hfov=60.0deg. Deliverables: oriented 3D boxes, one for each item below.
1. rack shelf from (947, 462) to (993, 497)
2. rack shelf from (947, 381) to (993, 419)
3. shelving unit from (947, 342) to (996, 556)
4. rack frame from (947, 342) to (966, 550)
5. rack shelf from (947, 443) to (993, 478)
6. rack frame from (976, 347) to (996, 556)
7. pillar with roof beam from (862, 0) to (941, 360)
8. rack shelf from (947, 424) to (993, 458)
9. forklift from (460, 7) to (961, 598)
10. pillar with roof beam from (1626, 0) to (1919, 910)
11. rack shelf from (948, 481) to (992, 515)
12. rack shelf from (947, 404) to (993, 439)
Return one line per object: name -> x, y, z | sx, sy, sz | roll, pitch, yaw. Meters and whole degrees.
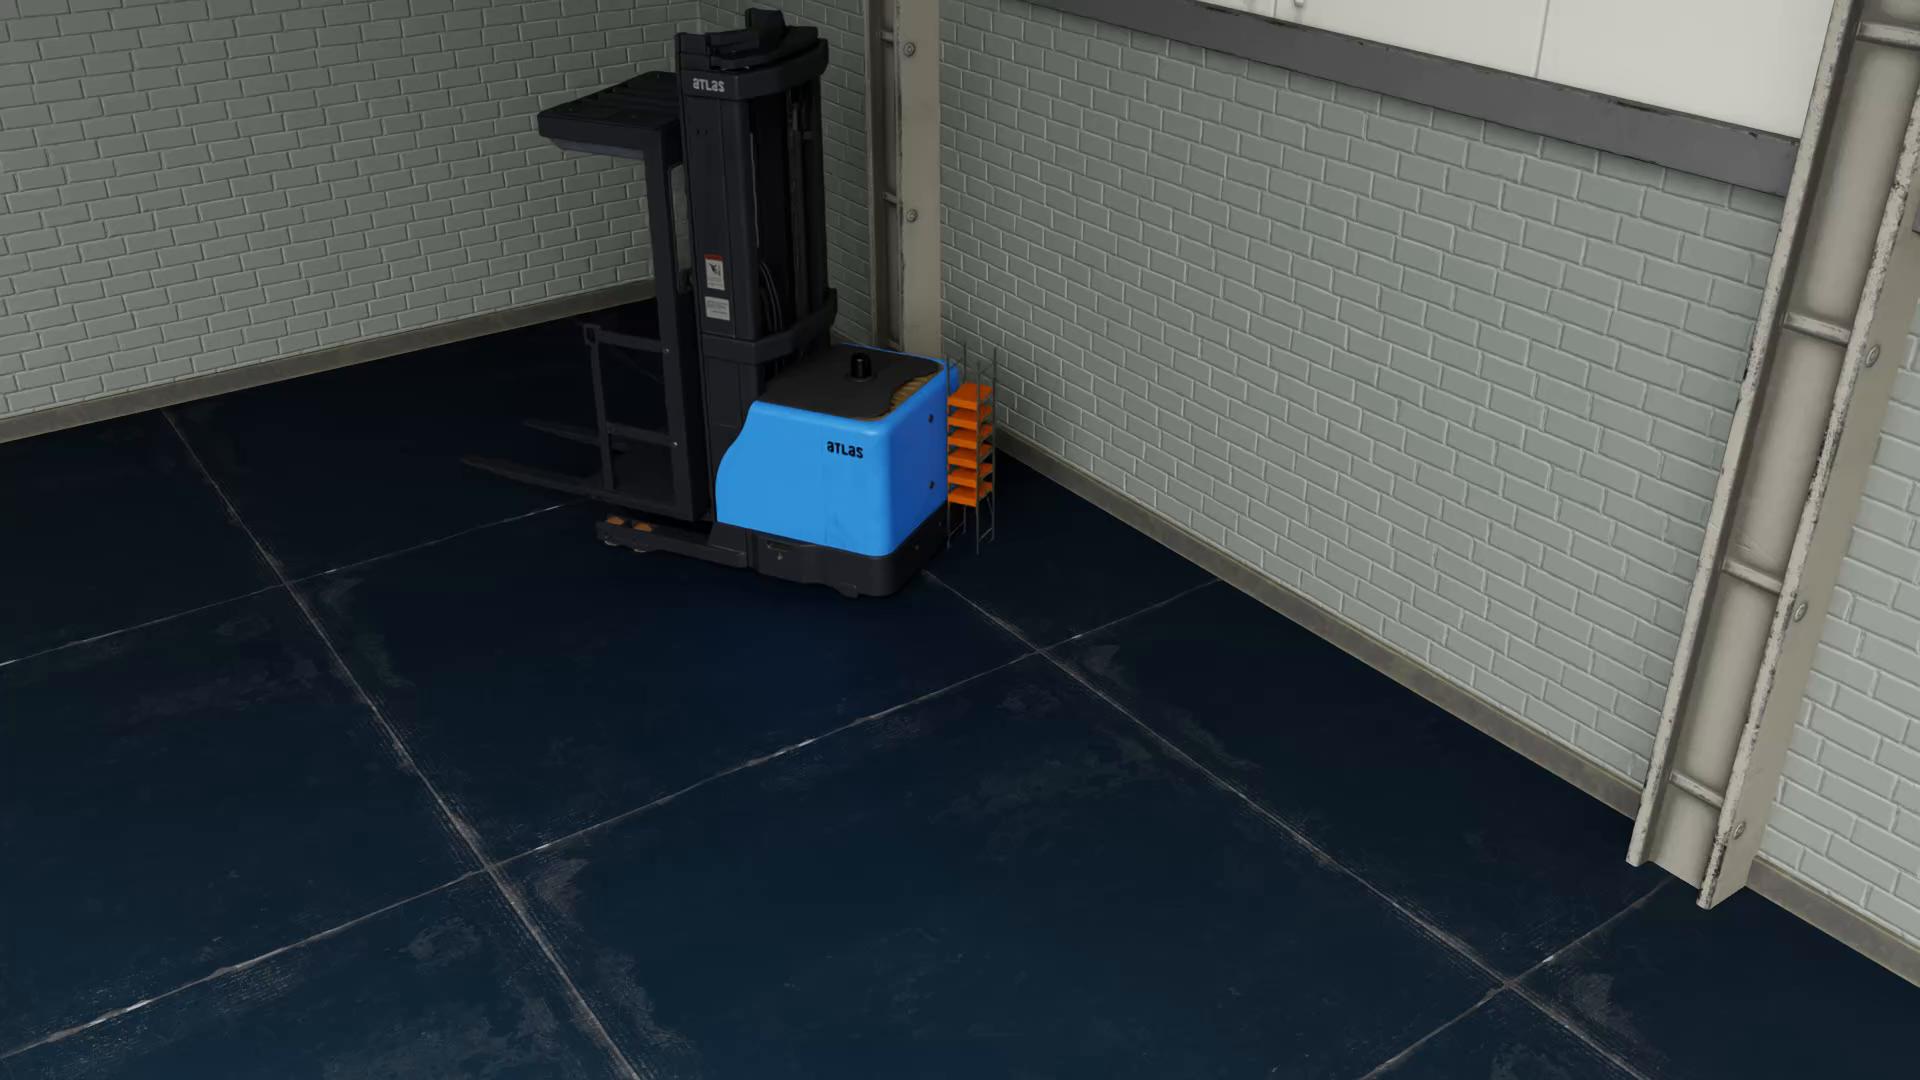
rack shelf -> 0.064, -0.361, 9.502 | 0.180, 0.103, 0.258 | 13, 31, 22
rack shelf -> 0.064, -0.783, 9.273 | 0.180, 0.103, 0.258 | 13, 31, 22
shelving unit -> 0.064, -0.505, 9.423 | 0.189, 1.200, 0.258 | 13, 31, 22
rack frame -> -0.019, -0.524, 9.457 | 0.006, 1.200, 0.240 | 13, 31, 22
rack shelf -> 0.064, -0.466, 9.445 | 0.180, 0.103, 0.258 | 13, 31, 22
rack frame -> 0.147, -0.487, 9.389 | 0.006, 1.200, 0.240 | 13, 31, 22
pillar with roof beam -> -3.869, -3.675, 7.088 | 9.100, 9.000, 0.400 | -19, 34, -31
rack shelf -> 0.064, -0.572, 9.387 | 0.180, 0.103, 0.258 | 13, 31, 22
forklift -> -1.554, -1.429, 9.310 | 3.031, 2.935, 1.130 | 12, 31, 21
pillar with roof beam -> -0.389, -1.342, 2.793 | 9.100, 9.000, 0.400 | -19, 34, -31
rack shelf -> 0.064, -0.255, 9.559 | 0.180, 0.103, 0.258 | 13, 31, 22
rack shelf -> 0.064, -0.677, 9.330 | 0.180, 0.103, 0.258 | 13, 31, 22
